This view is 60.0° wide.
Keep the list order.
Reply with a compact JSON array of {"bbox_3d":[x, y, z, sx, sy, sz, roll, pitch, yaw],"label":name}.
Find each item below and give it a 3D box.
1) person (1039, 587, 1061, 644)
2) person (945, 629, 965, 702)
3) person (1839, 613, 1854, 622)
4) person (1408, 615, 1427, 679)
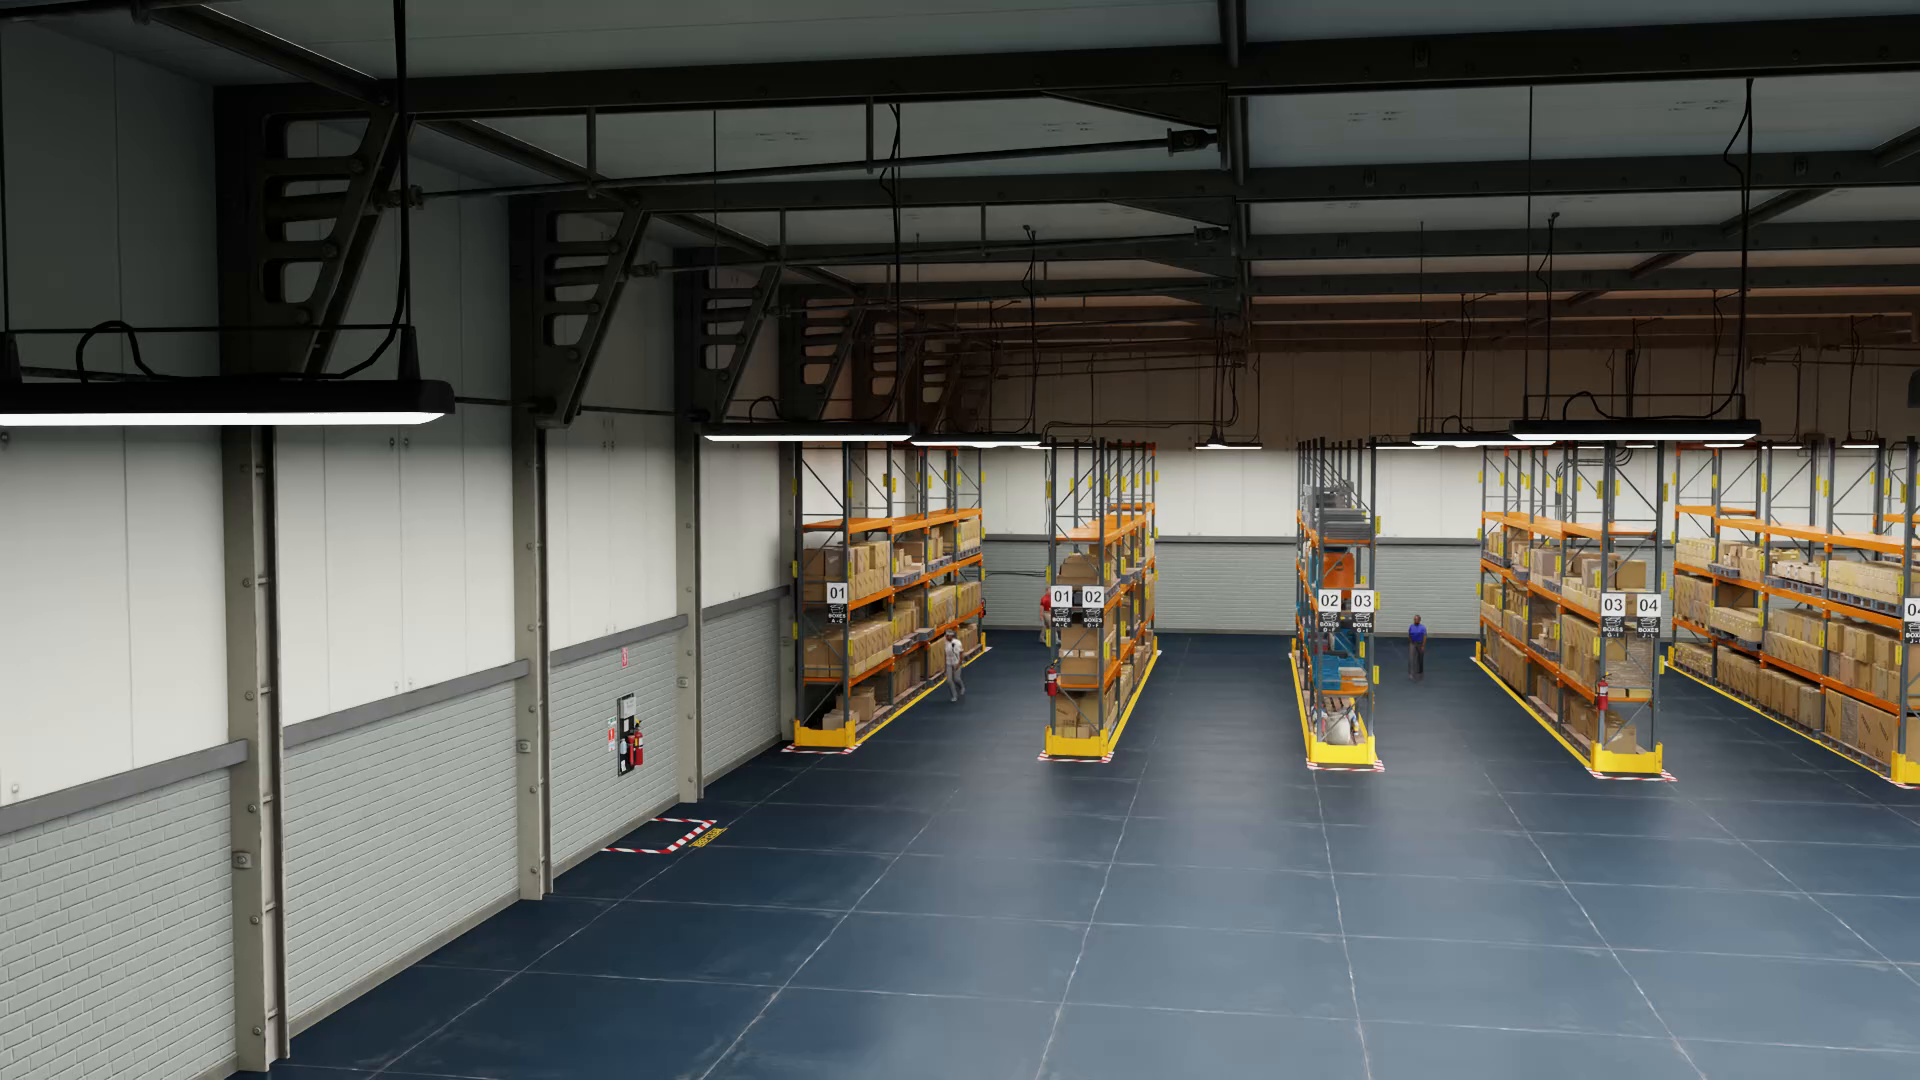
[{"bbox_3d":[2.734,2.246,49.529,1.015,1.675,0.559,2,4,38],"label":"person"},{"bbox_3d":[-0.115,2.877,38.392,0.504,1.649,0.567,2,3,29],"label":"person"},{"bbox_3d":[22.392,2.614,42.126,0.612,1.785,0.851,-2,3,-27],"label":"person"},{"bbox_3d":[11.494,2.685,41.807,0.462,1.606,0.956,1,3,25],"label":"person"}]
